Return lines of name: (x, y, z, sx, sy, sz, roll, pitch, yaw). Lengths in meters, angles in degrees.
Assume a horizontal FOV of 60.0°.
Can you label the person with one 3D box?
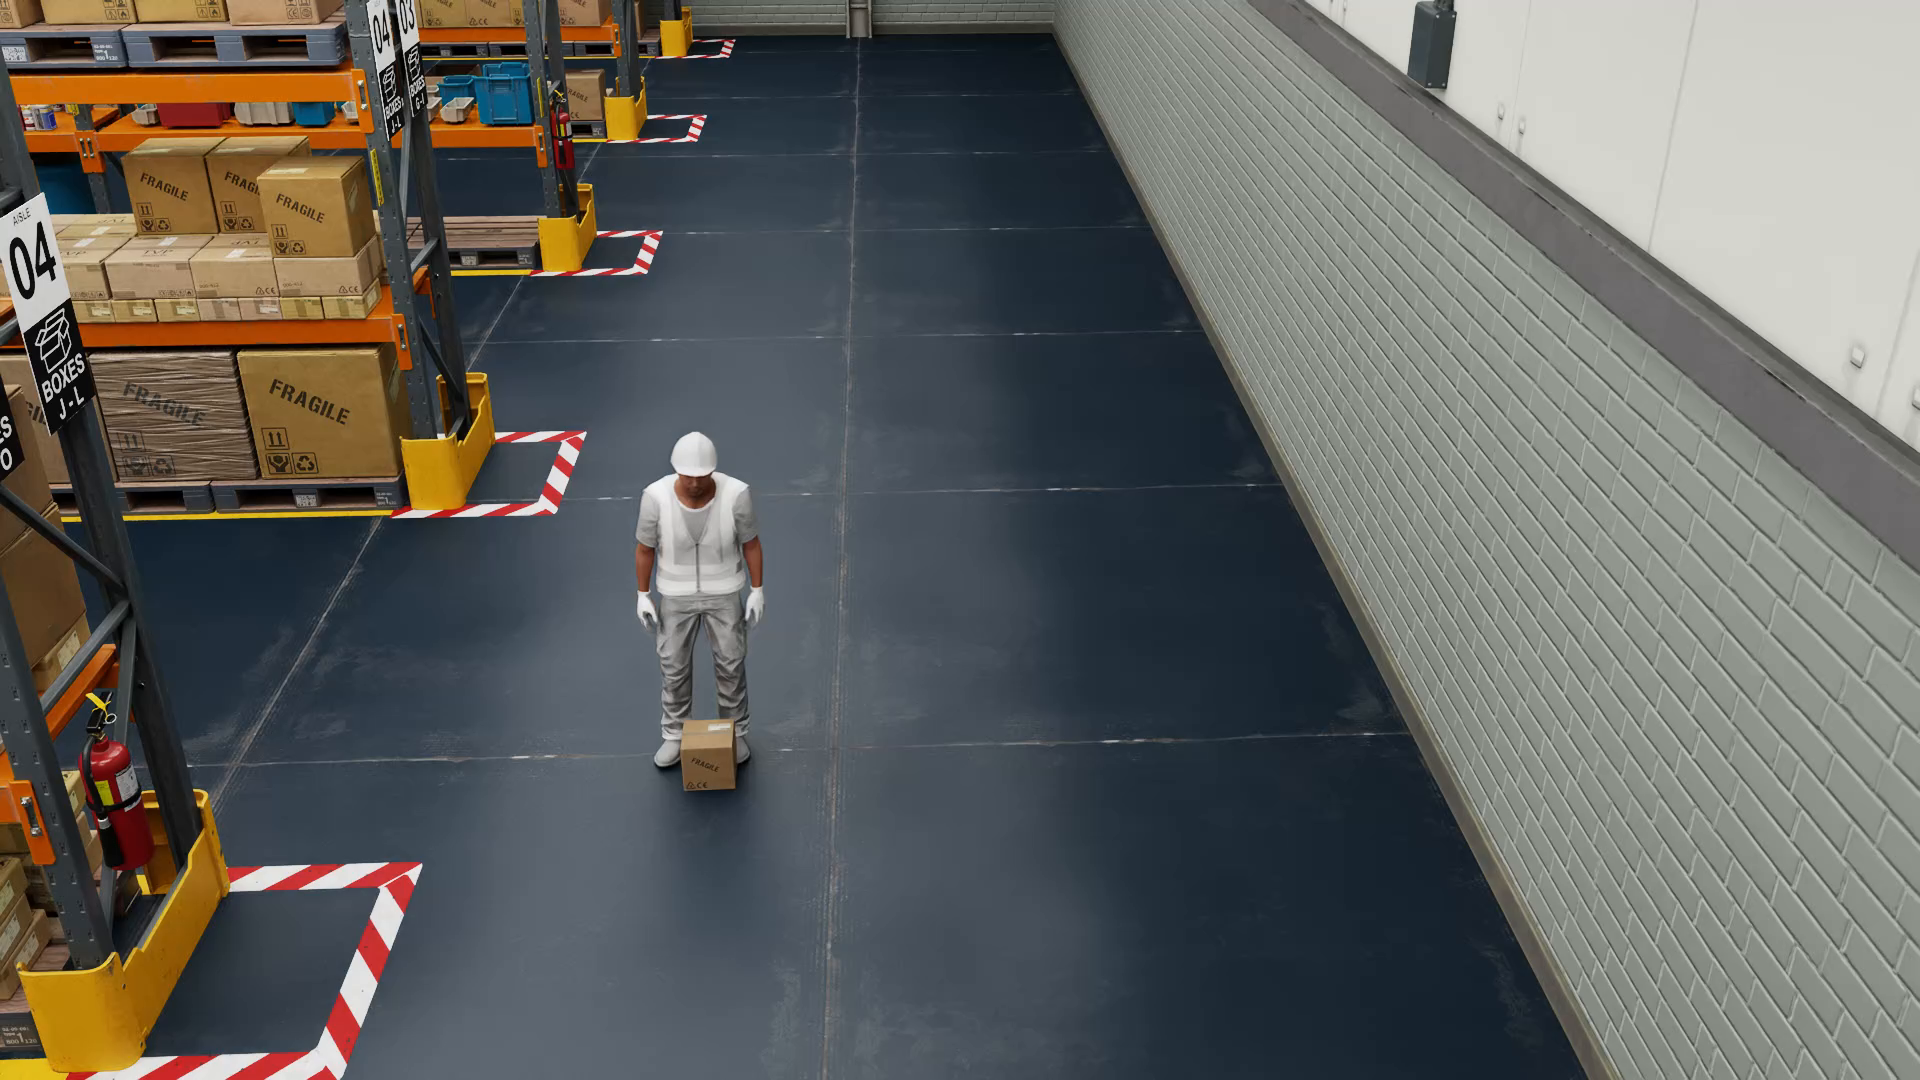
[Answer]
person: (-1.257, 0.278, 8.070, 0.619, 1.772, 0.450, -3, 27, -5)
